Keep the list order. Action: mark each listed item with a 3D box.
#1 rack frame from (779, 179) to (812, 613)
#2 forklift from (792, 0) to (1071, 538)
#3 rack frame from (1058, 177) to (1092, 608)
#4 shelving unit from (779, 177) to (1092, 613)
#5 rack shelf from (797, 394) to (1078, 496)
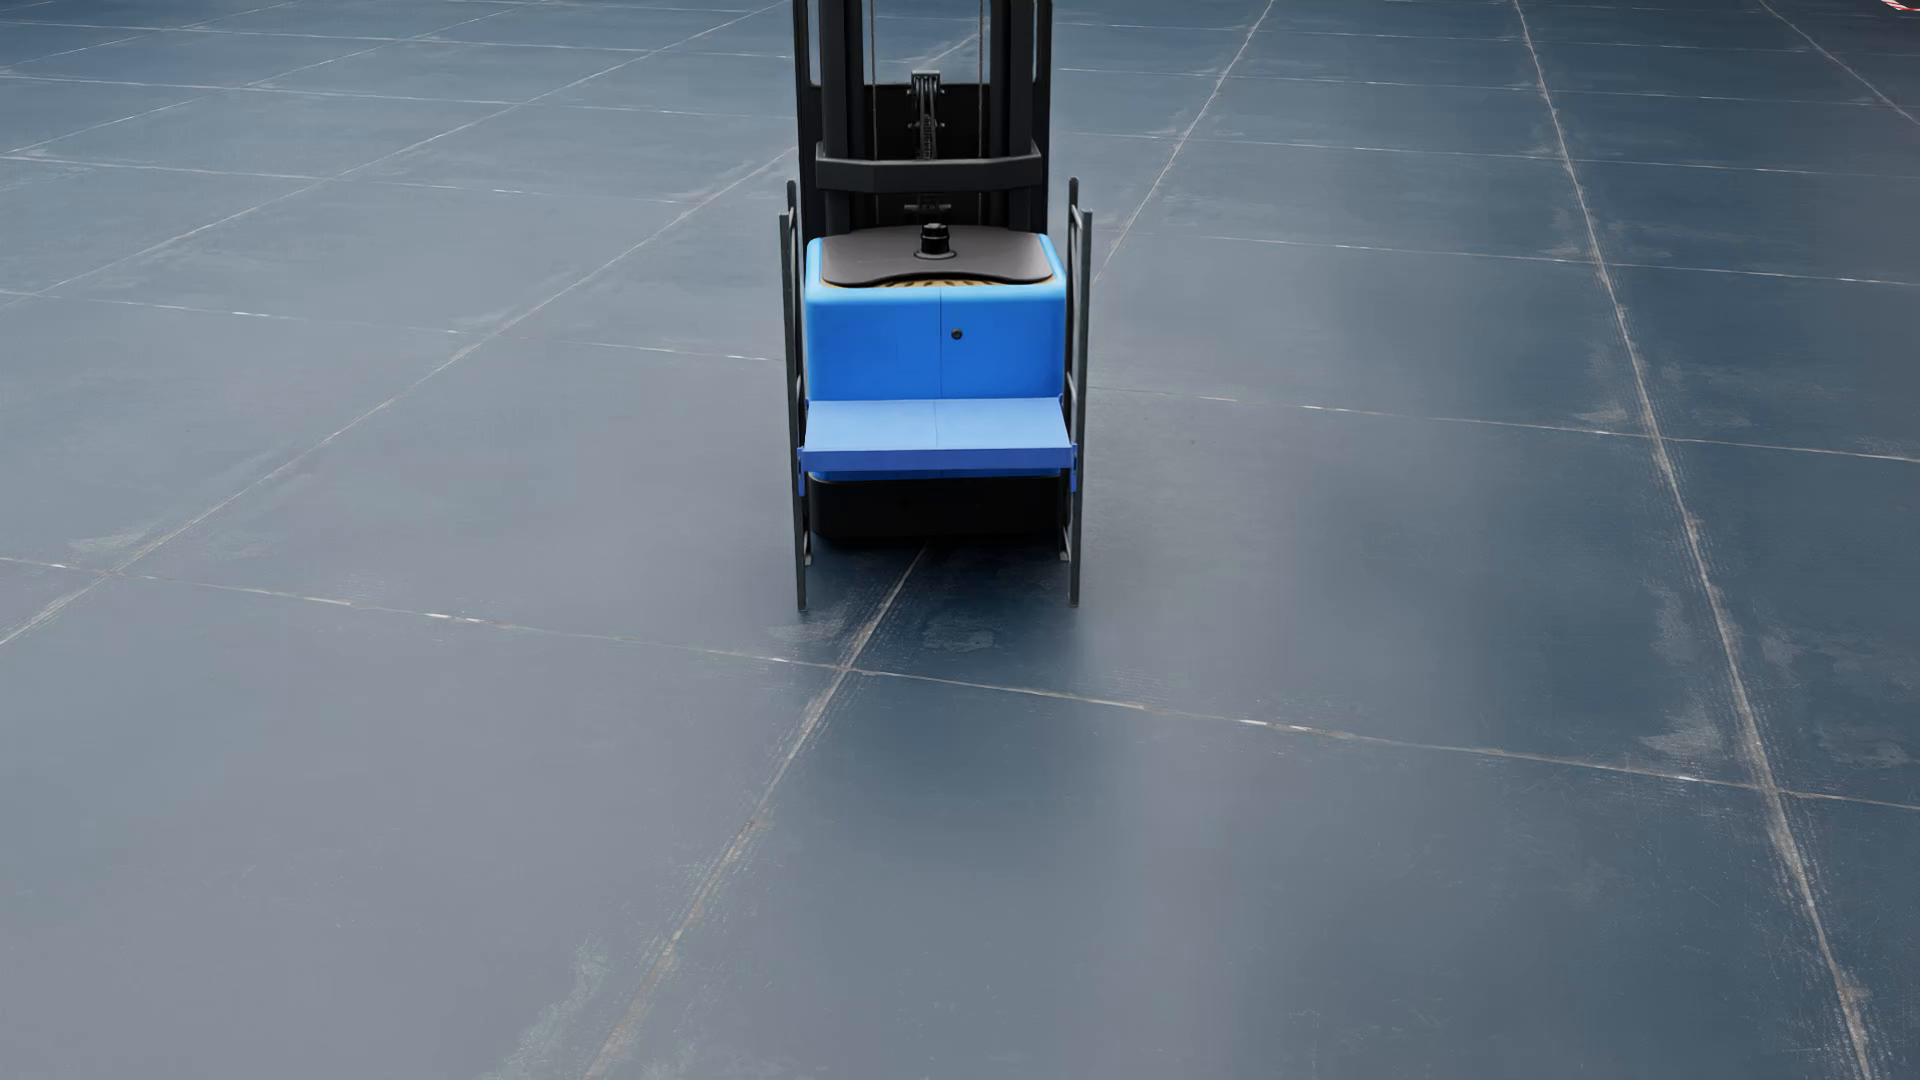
[{"bbox_3d":[-0.597,-0.513,6.083,0.032,1.500,0.500,-1,26,-2],"label":"rack frame"},{"bbox_3d":[-0.175,-1.927,7.388,1.130,2.935,3.031,-2,26,-4],"label":"forklift"},{"bbox_3d":[0.419,-0.530,6.118,0.032,1.500,0.500,-1,26,-2],"label":"rack frame"},{"bbox_3d":[-0.089,-0.522,6.100,1.048,1.500,0.538,-1,26,-2],"label":"shelving unit"},{"bbox_3d":[-0.089,-0.359,6.178,1.000,0.185,0.538,-1,26,-2],"label":"rack shelf"}]
